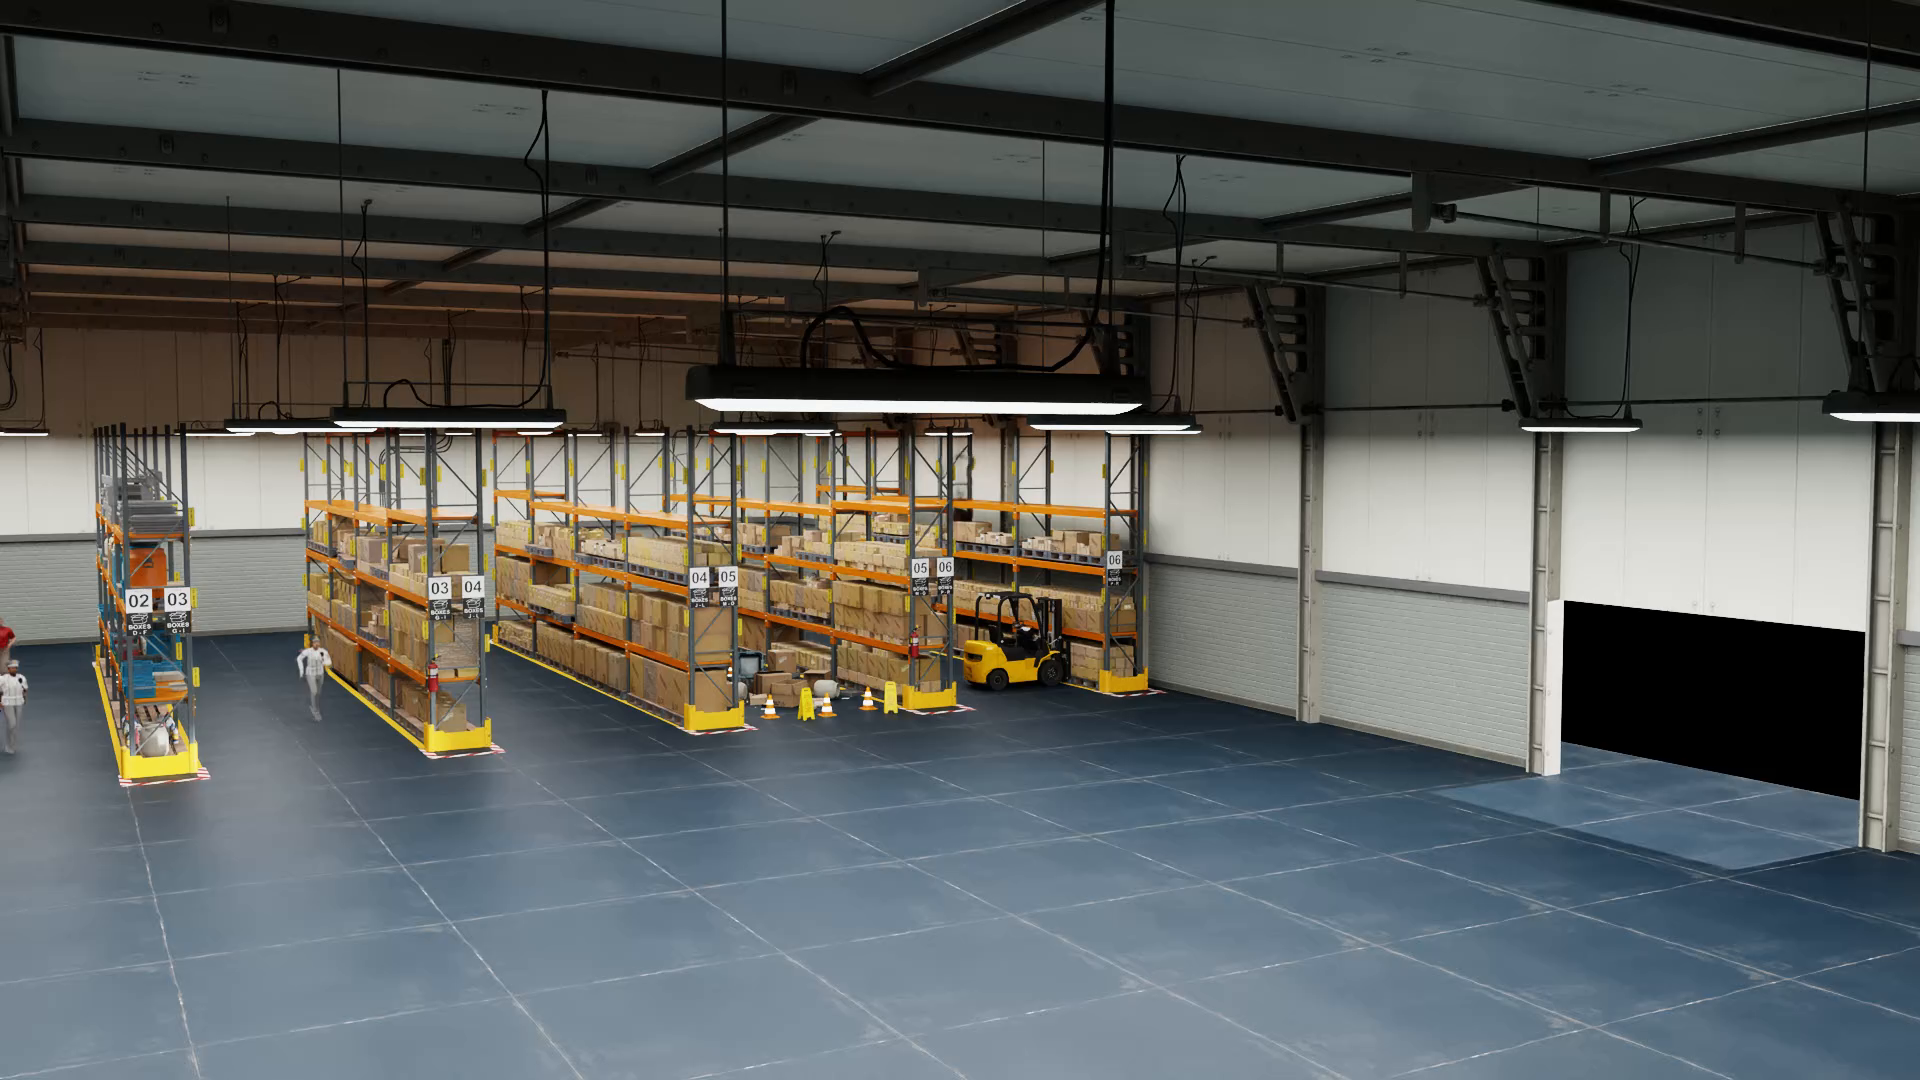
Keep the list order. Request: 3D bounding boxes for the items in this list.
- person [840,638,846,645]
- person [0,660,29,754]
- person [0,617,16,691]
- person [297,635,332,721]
[{"bbox_3d":[-2.944,2.200,43.552,0.671,1.778,0.991,-2,4,-27],"label":"person"},{"bbox_3d":[-17.298,3.050,30.378,0.709,1.733,0.551,3,4,39],"label":"person"},{"bbox_3d":[-21.844,2.592,37.849,0.649,1.697,0.628,-2,4,-34],"label":"person"},{"bbox_3d":[-13.204,2.807,34.068,0.582,1.731,0.830,-3,4,-39],"label":"person"}]
